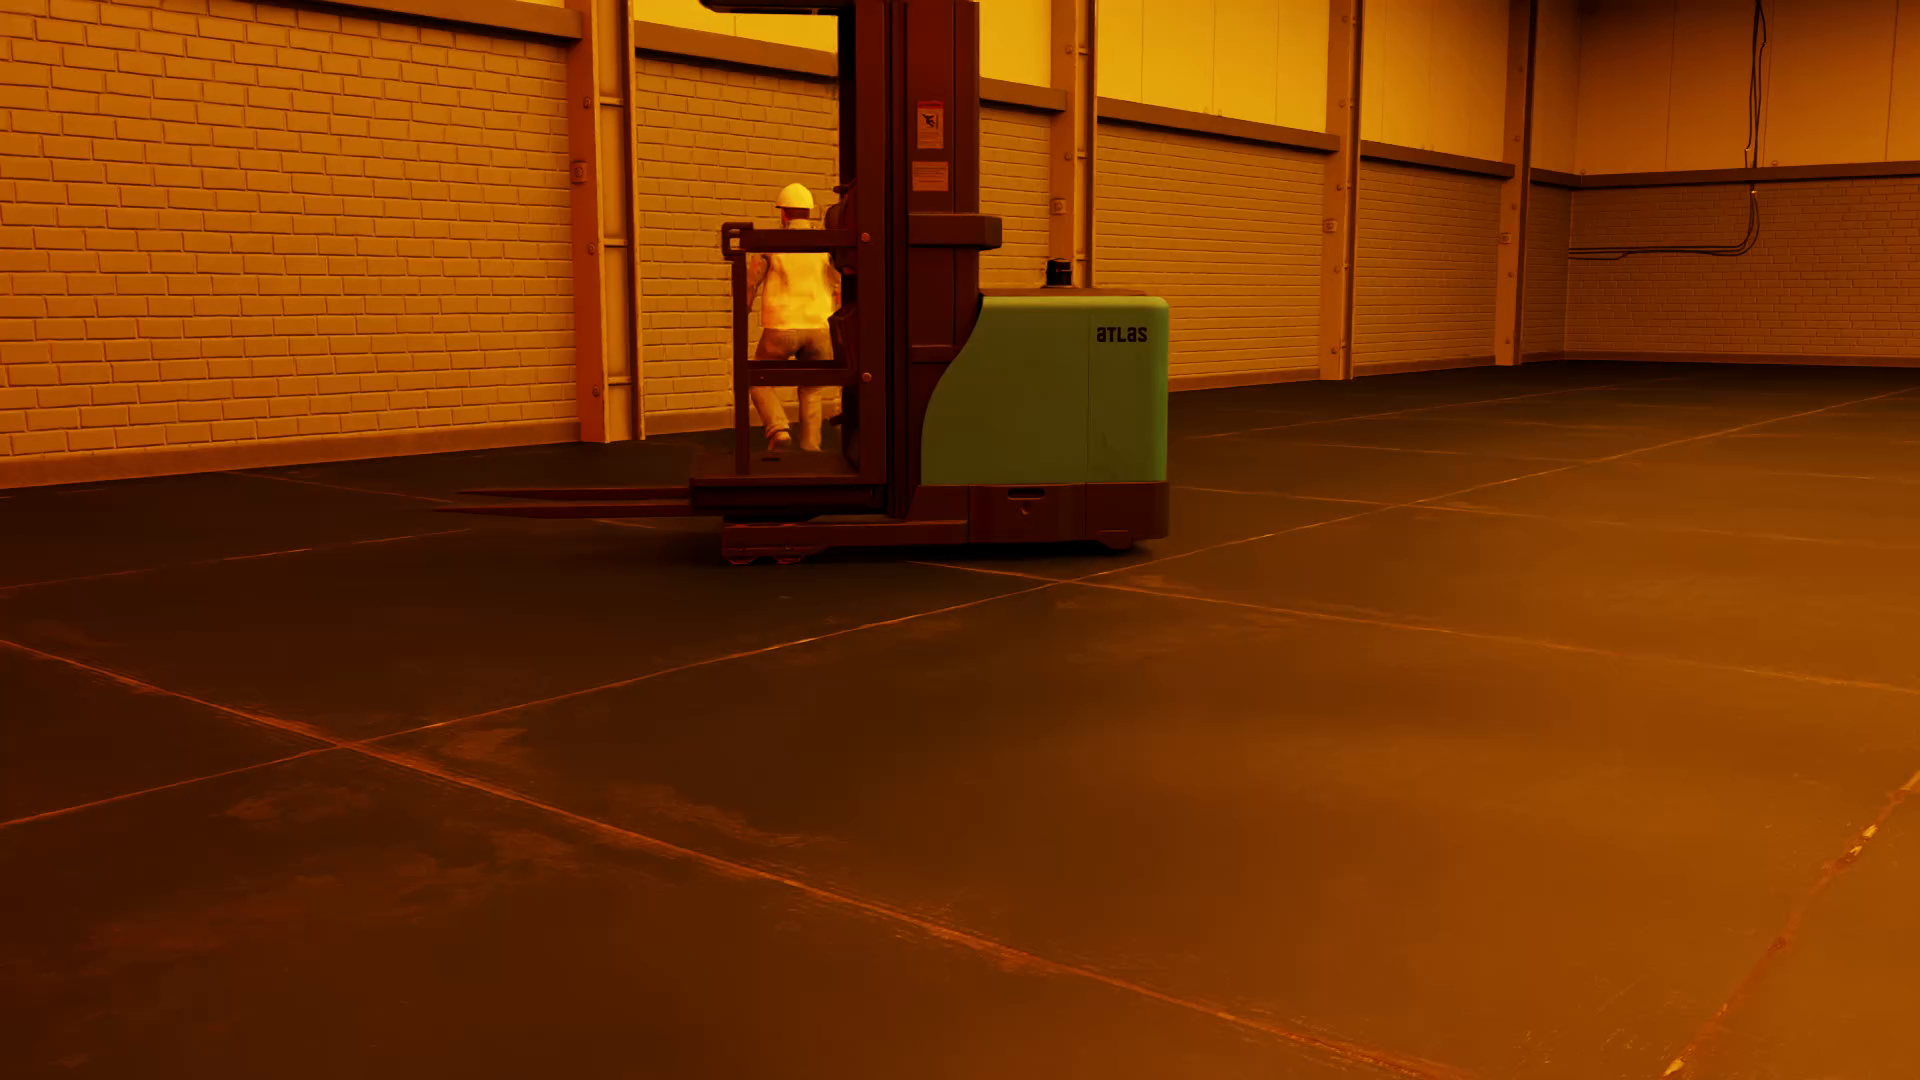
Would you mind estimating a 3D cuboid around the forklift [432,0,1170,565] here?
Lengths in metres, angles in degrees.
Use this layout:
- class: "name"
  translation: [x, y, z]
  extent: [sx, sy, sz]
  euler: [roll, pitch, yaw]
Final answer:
- class: "forklift"
  translation: [-0.677, -1.430, 7.055]
  extent: [3.031, 2.935, 1.130]
  euler: [-1, 8, -8]

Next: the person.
- class: "person"
  translation: [-1.019, -1.296, 10.210]
  extent: [0.699, 1.753, 0.473]
  euler: [-3, 9, -20]
